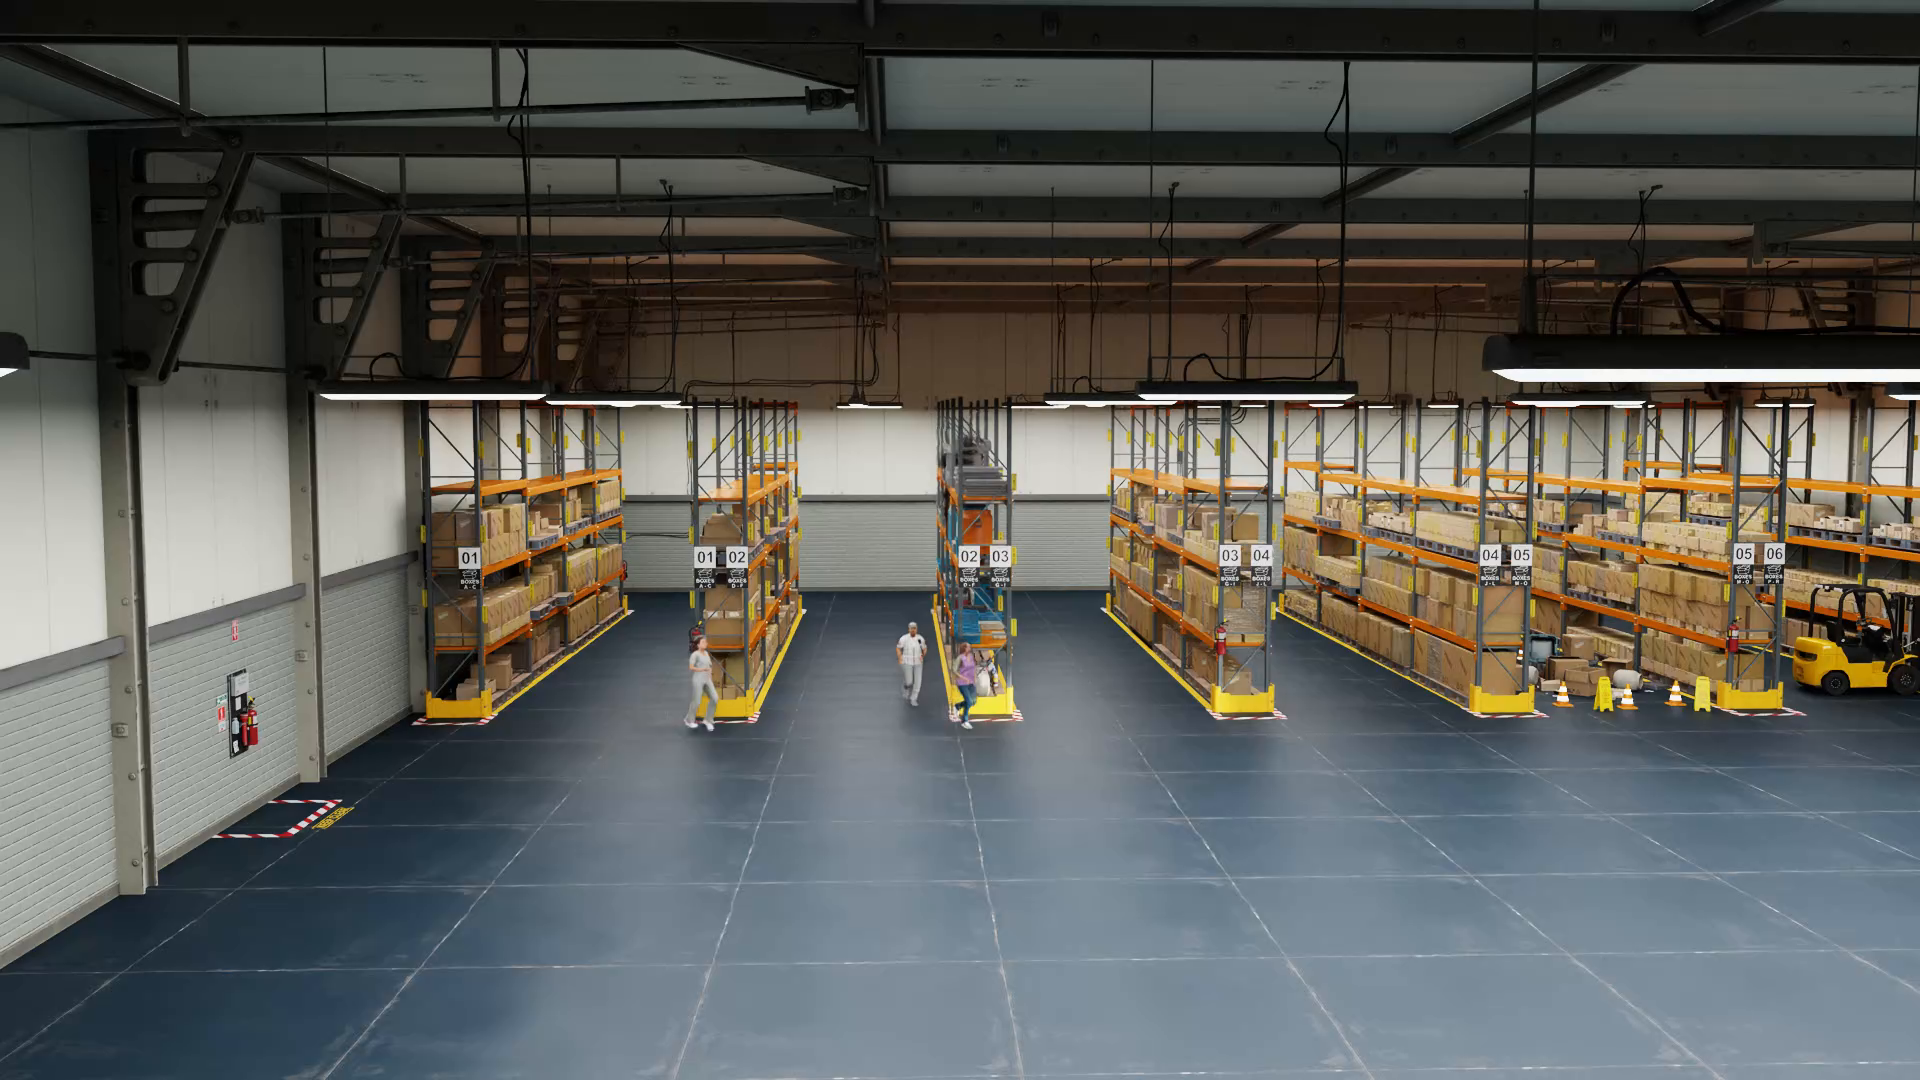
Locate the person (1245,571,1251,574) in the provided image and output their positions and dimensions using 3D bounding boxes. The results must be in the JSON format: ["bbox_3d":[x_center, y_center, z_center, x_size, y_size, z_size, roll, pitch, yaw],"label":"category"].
[{"bbox_3d":[8.022,1.280,45.938,0.650,1.786,0.760,0,4,-4],"label":"person"}]

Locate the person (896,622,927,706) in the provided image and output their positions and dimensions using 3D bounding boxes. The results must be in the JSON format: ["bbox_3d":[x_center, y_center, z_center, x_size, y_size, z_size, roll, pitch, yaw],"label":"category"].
[{"bbox_3d":[-0.923,2.423,32.406,0.607,1.611,0.547,-1,5,-12],"label":"person"}]

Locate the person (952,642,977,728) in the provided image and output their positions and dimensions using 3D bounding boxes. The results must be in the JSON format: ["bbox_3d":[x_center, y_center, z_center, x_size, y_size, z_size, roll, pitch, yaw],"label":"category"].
[{"bbox_3d":[0.079,2.626,30.215,0.581,1.574,0.598,4,6,39],"label":"person"}]

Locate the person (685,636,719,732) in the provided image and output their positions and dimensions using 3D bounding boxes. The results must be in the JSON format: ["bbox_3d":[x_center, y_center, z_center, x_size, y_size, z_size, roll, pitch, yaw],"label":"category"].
[{"bbox_3d":[-4.636,2.581,29.879,0.623,1.706,0.571,4,6,39],"label":"person"}]
